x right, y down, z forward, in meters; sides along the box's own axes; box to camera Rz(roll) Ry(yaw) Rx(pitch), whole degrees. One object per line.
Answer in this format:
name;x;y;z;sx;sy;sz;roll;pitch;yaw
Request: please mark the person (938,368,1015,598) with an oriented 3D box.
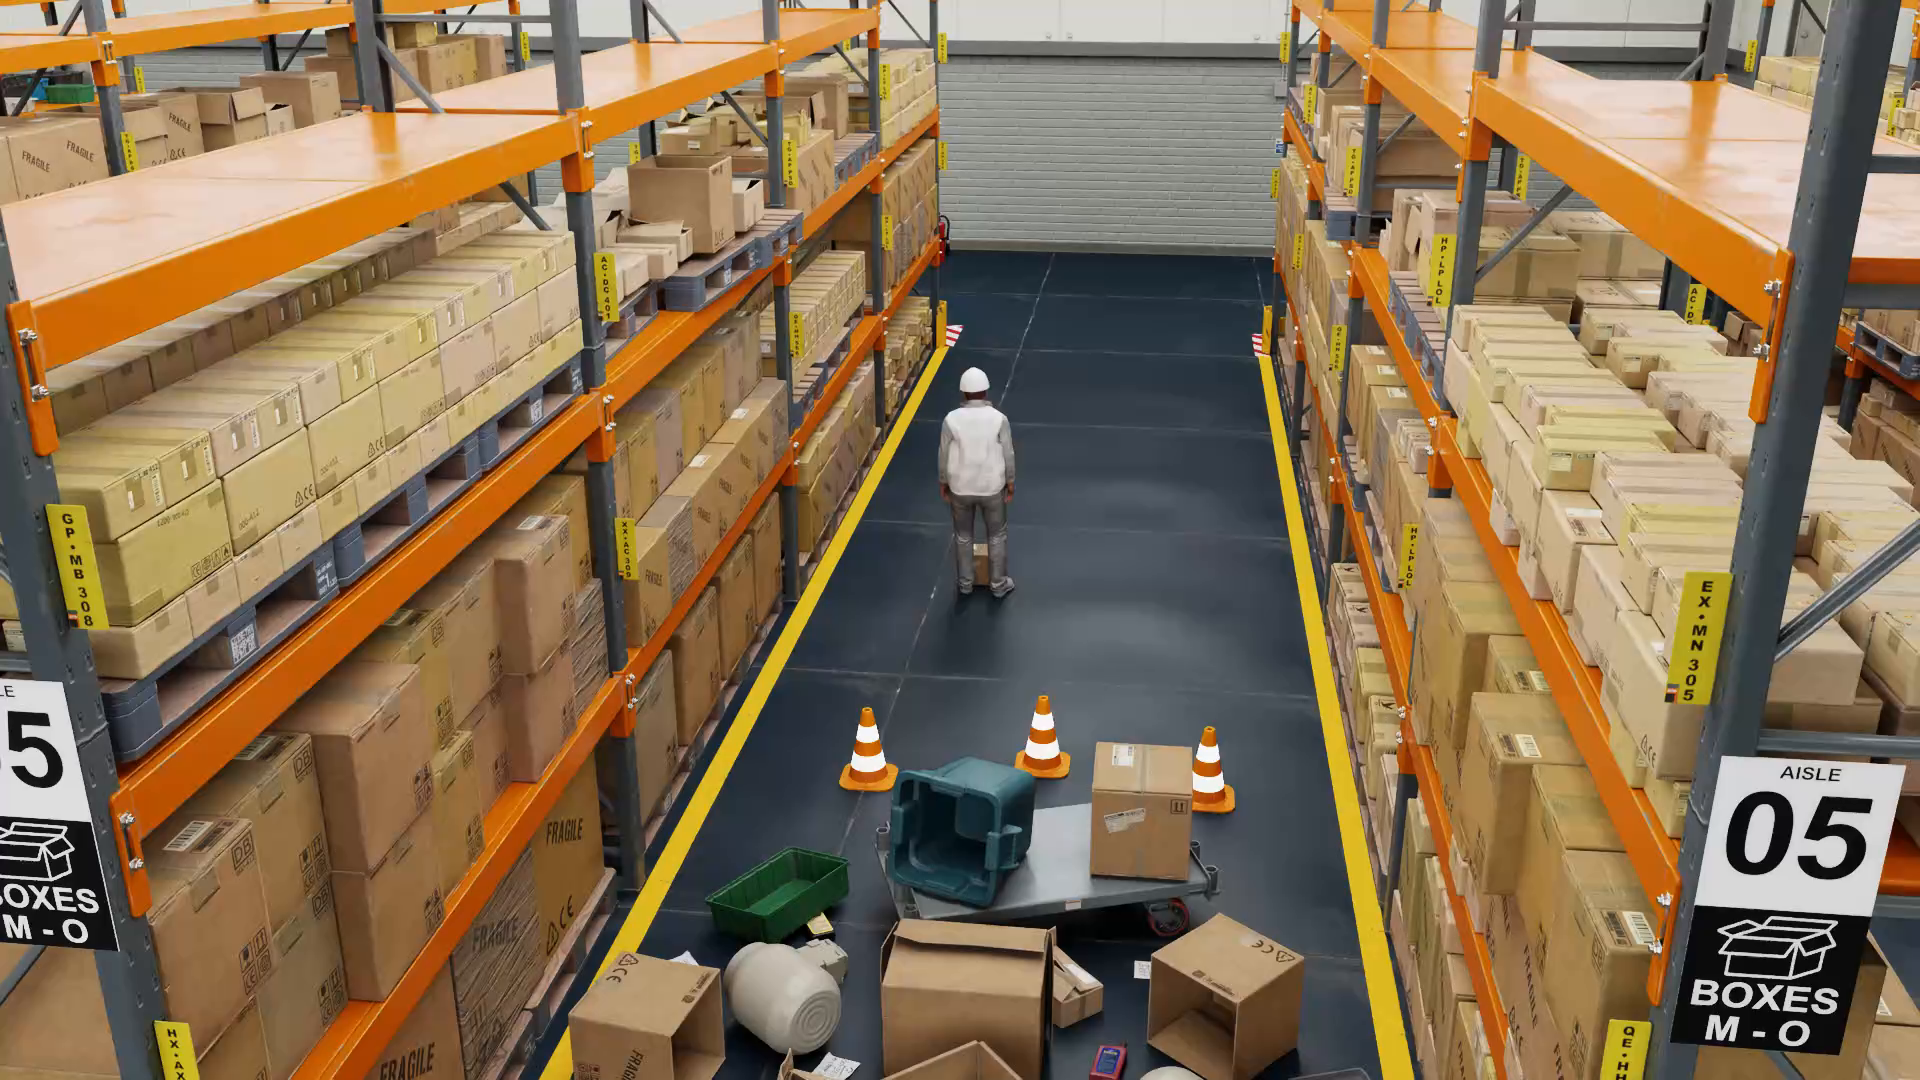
person;0.128;-0.426;12.584;0.585;1.770;0.476;1;21;3
